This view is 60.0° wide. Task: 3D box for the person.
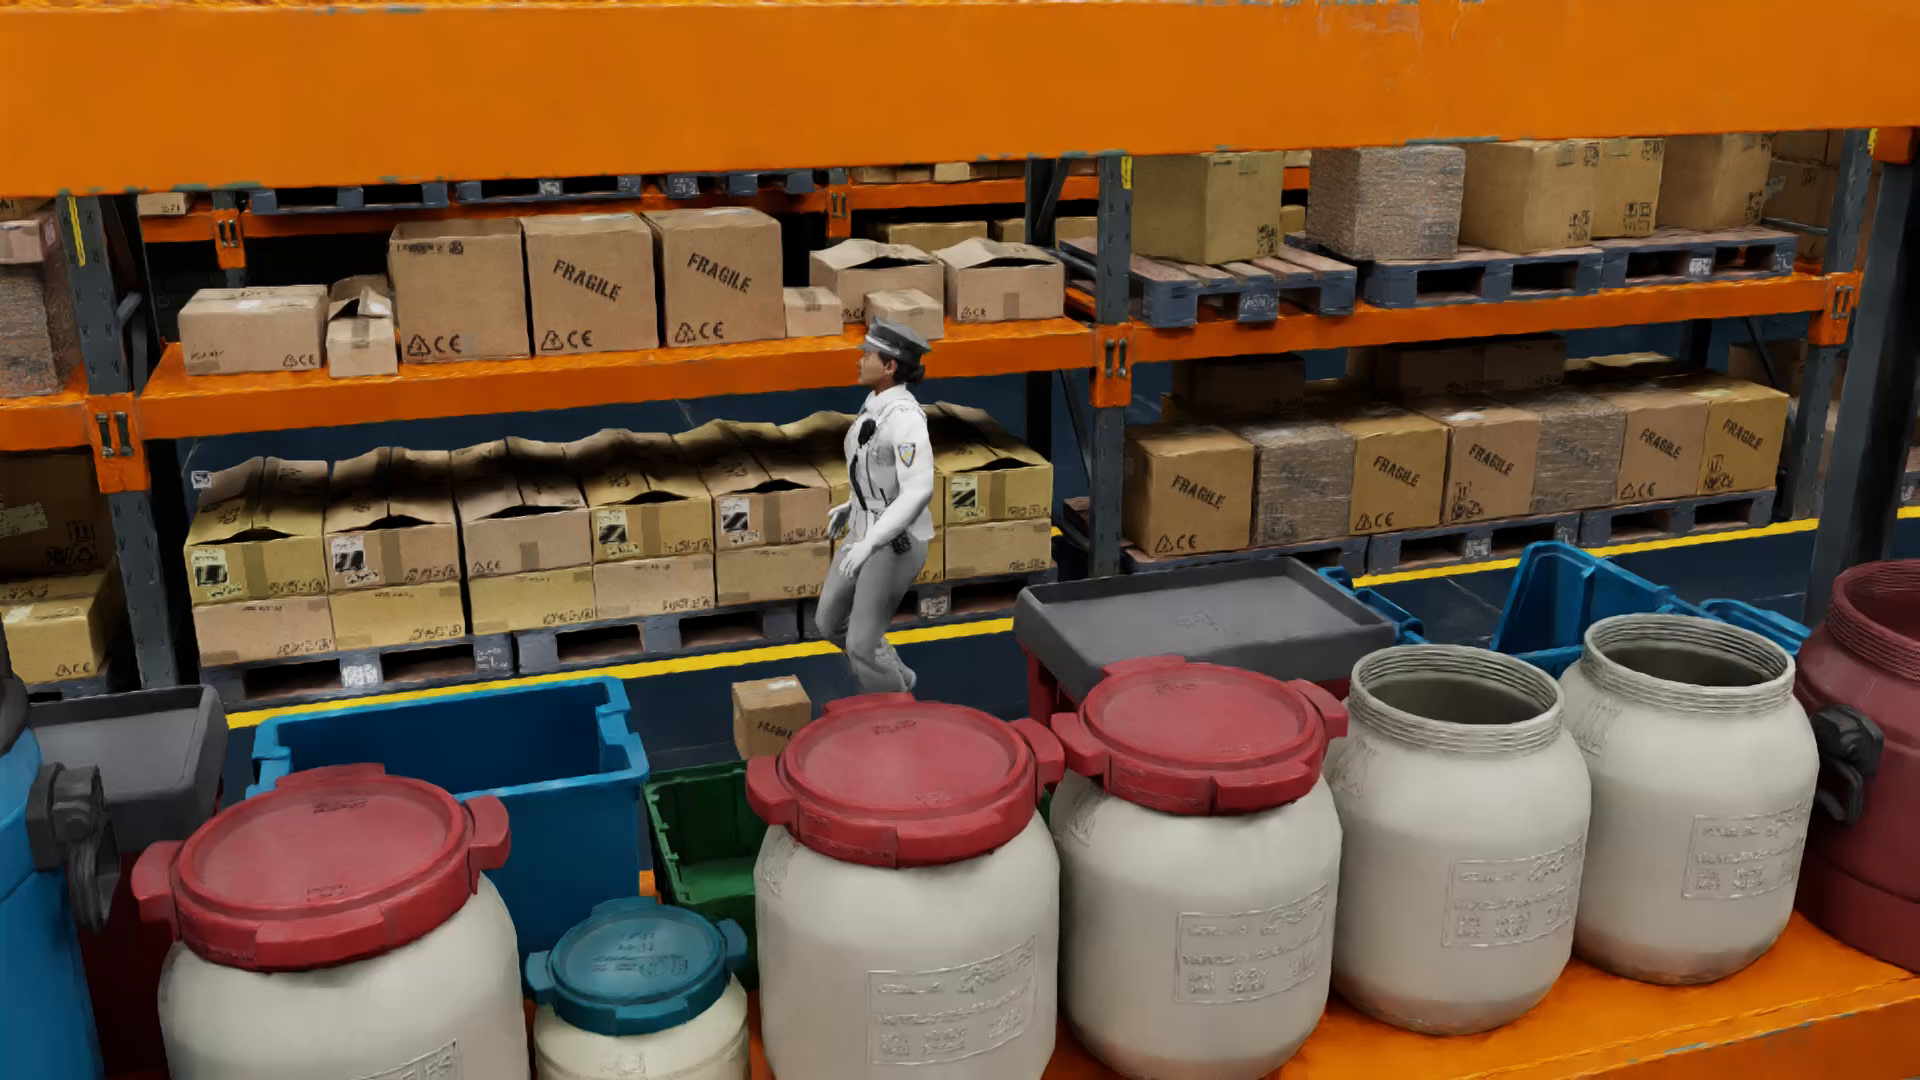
[{"bbox_3d":[-0.297,0.010,6.064,0.427,1.680,0.650,-6,20,-17],"label":"person"}]
